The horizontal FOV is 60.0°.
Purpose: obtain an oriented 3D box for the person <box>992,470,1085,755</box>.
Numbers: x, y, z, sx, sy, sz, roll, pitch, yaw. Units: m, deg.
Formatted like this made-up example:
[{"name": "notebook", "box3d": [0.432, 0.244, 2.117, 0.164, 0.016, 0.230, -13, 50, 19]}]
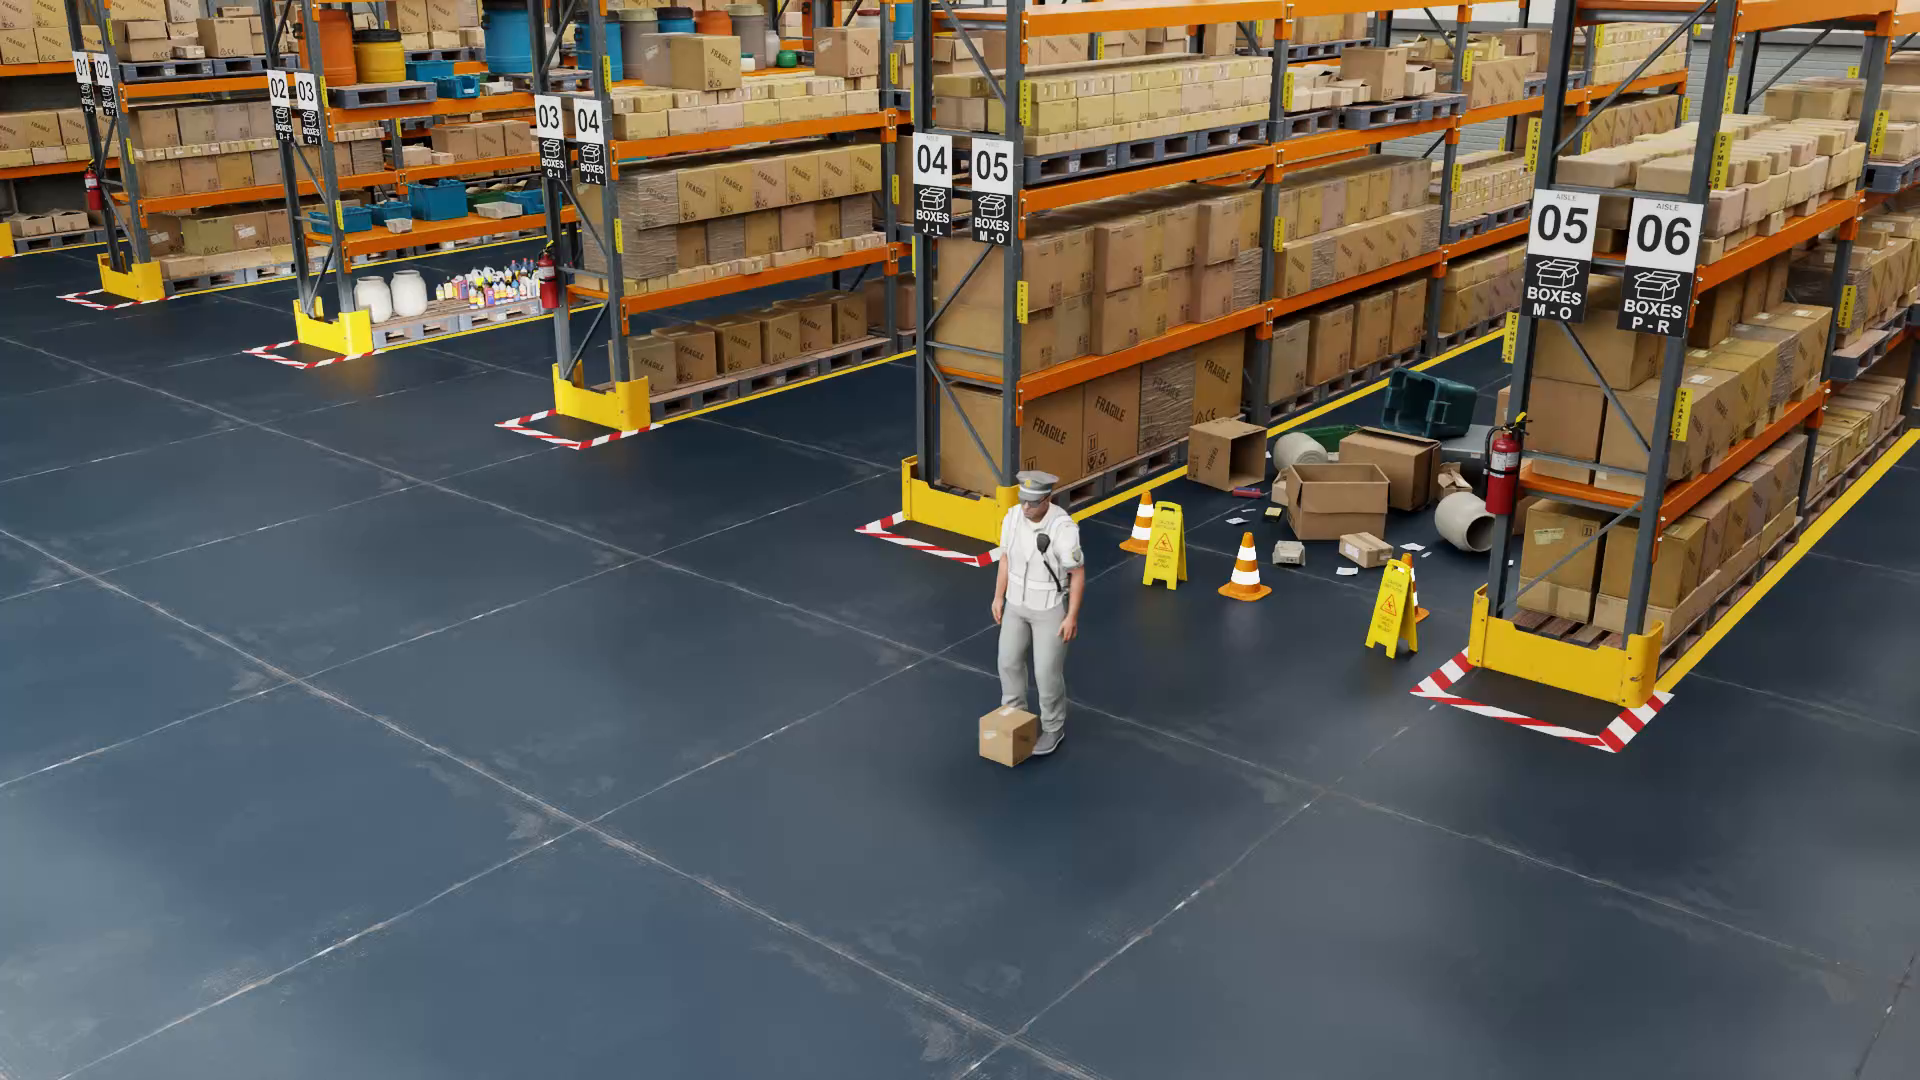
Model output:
[{"name": "person", "box3d": [0.465, 0.400, 9.970, 0.600, 1.747, 0.437, 14, 24, 33]}]
